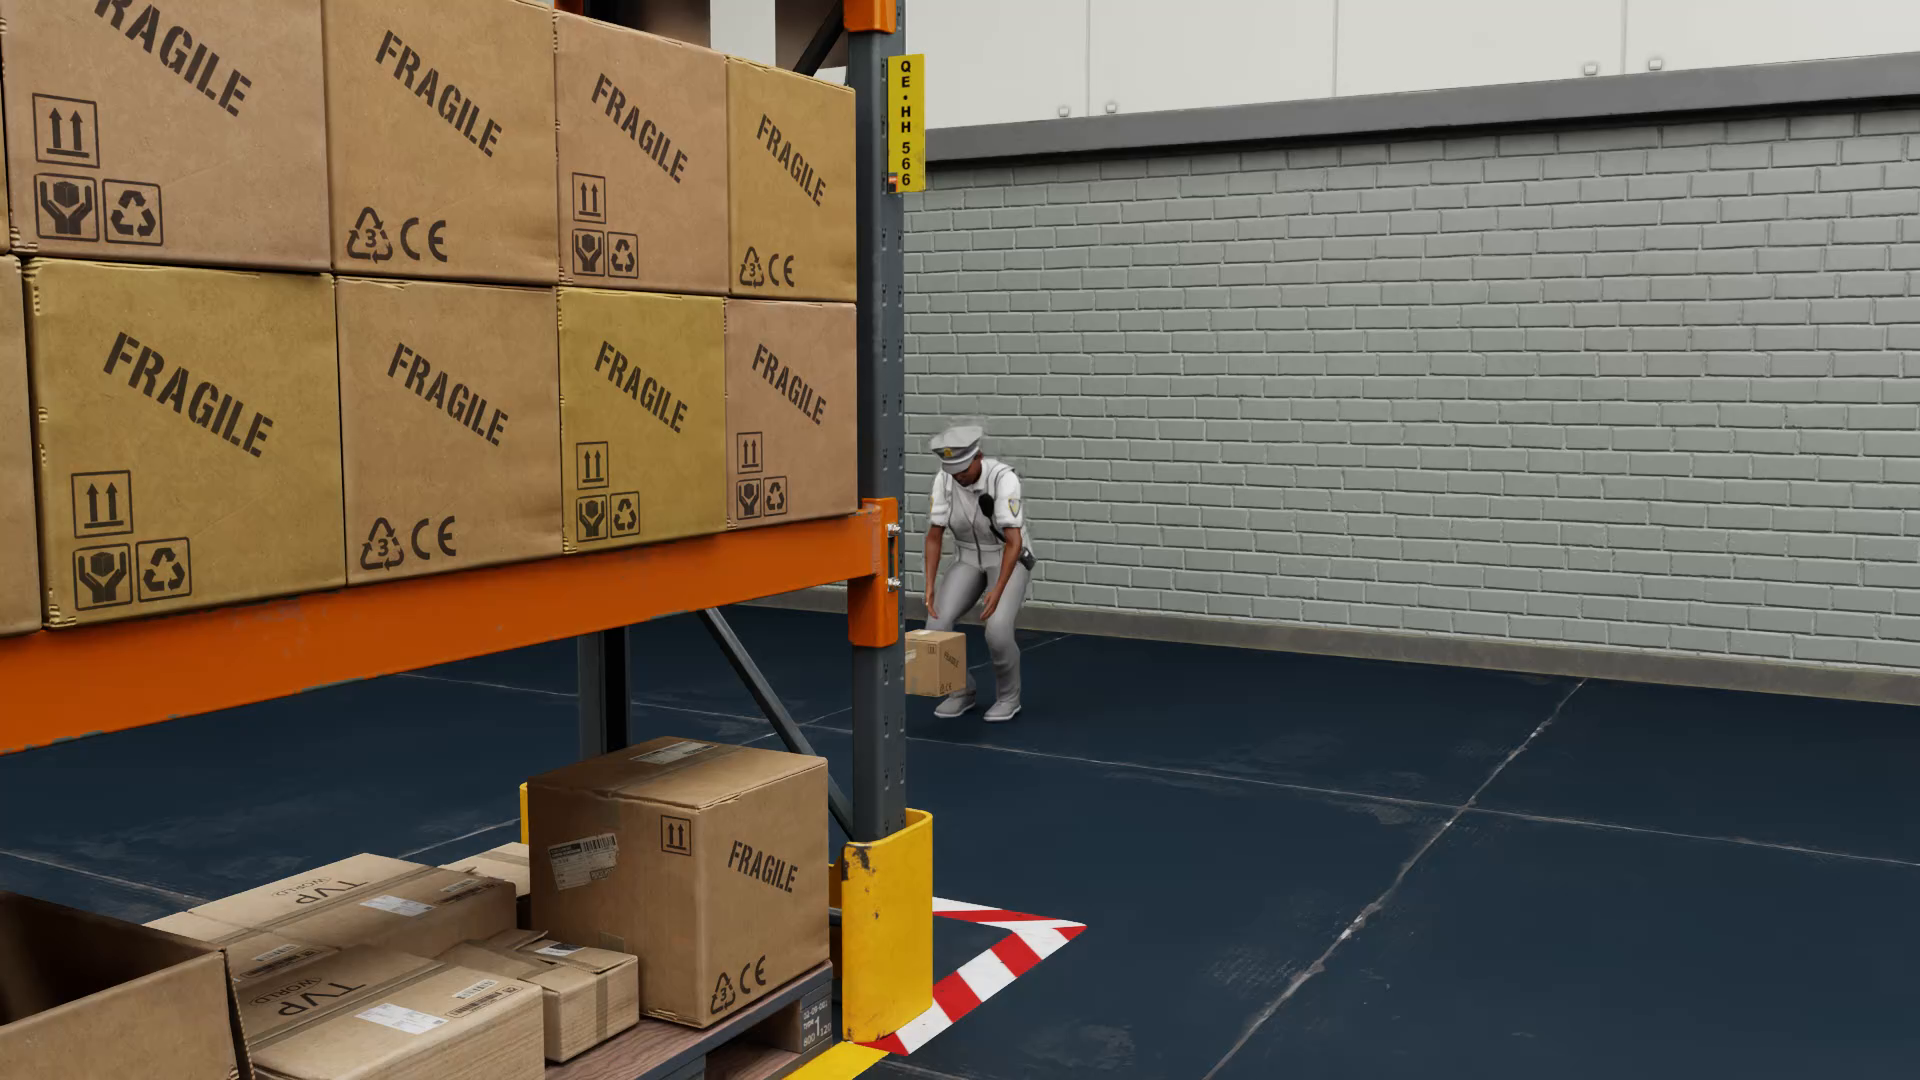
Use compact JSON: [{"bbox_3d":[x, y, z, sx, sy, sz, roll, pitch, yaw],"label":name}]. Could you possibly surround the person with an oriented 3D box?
[{"bbox_3d":[0.097,0.154,7.768,0.496,1.388,0.707,3,7,29],"label":"person"}]
